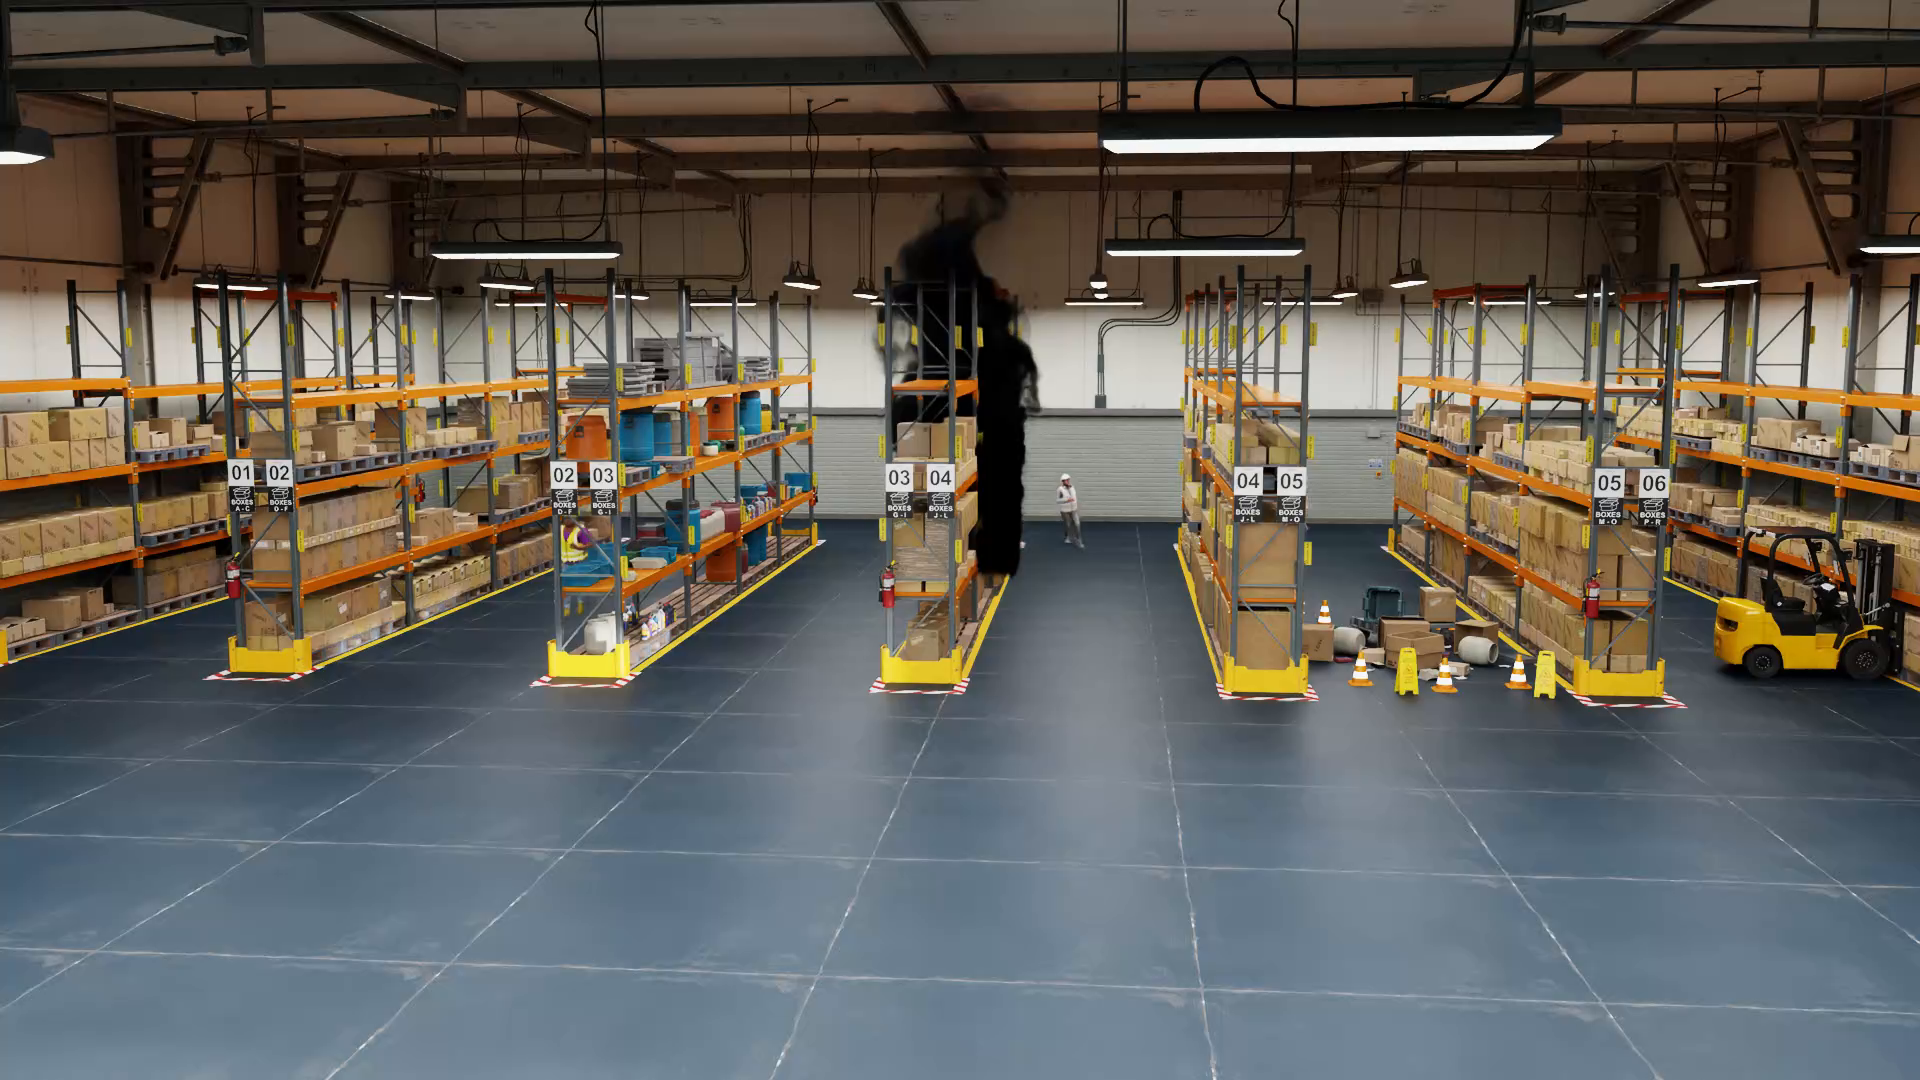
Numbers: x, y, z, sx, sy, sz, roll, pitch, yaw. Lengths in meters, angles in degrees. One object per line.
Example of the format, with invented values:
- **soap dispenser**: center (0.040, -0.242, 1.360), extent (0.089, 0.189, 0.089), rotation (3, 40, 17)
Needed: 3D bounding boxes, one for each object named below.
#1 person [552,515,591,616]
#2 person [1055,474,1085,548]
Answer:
- **person**: center (-6.607, 0.404, 28.259), extent (0.701, 1.817, 0.911), rotation (0, 7, 2)
- **person**: center (2.548, -0.692, 39.884), extent (0.672, 1.808, 0.815), rotation (-3, 8, -24)
